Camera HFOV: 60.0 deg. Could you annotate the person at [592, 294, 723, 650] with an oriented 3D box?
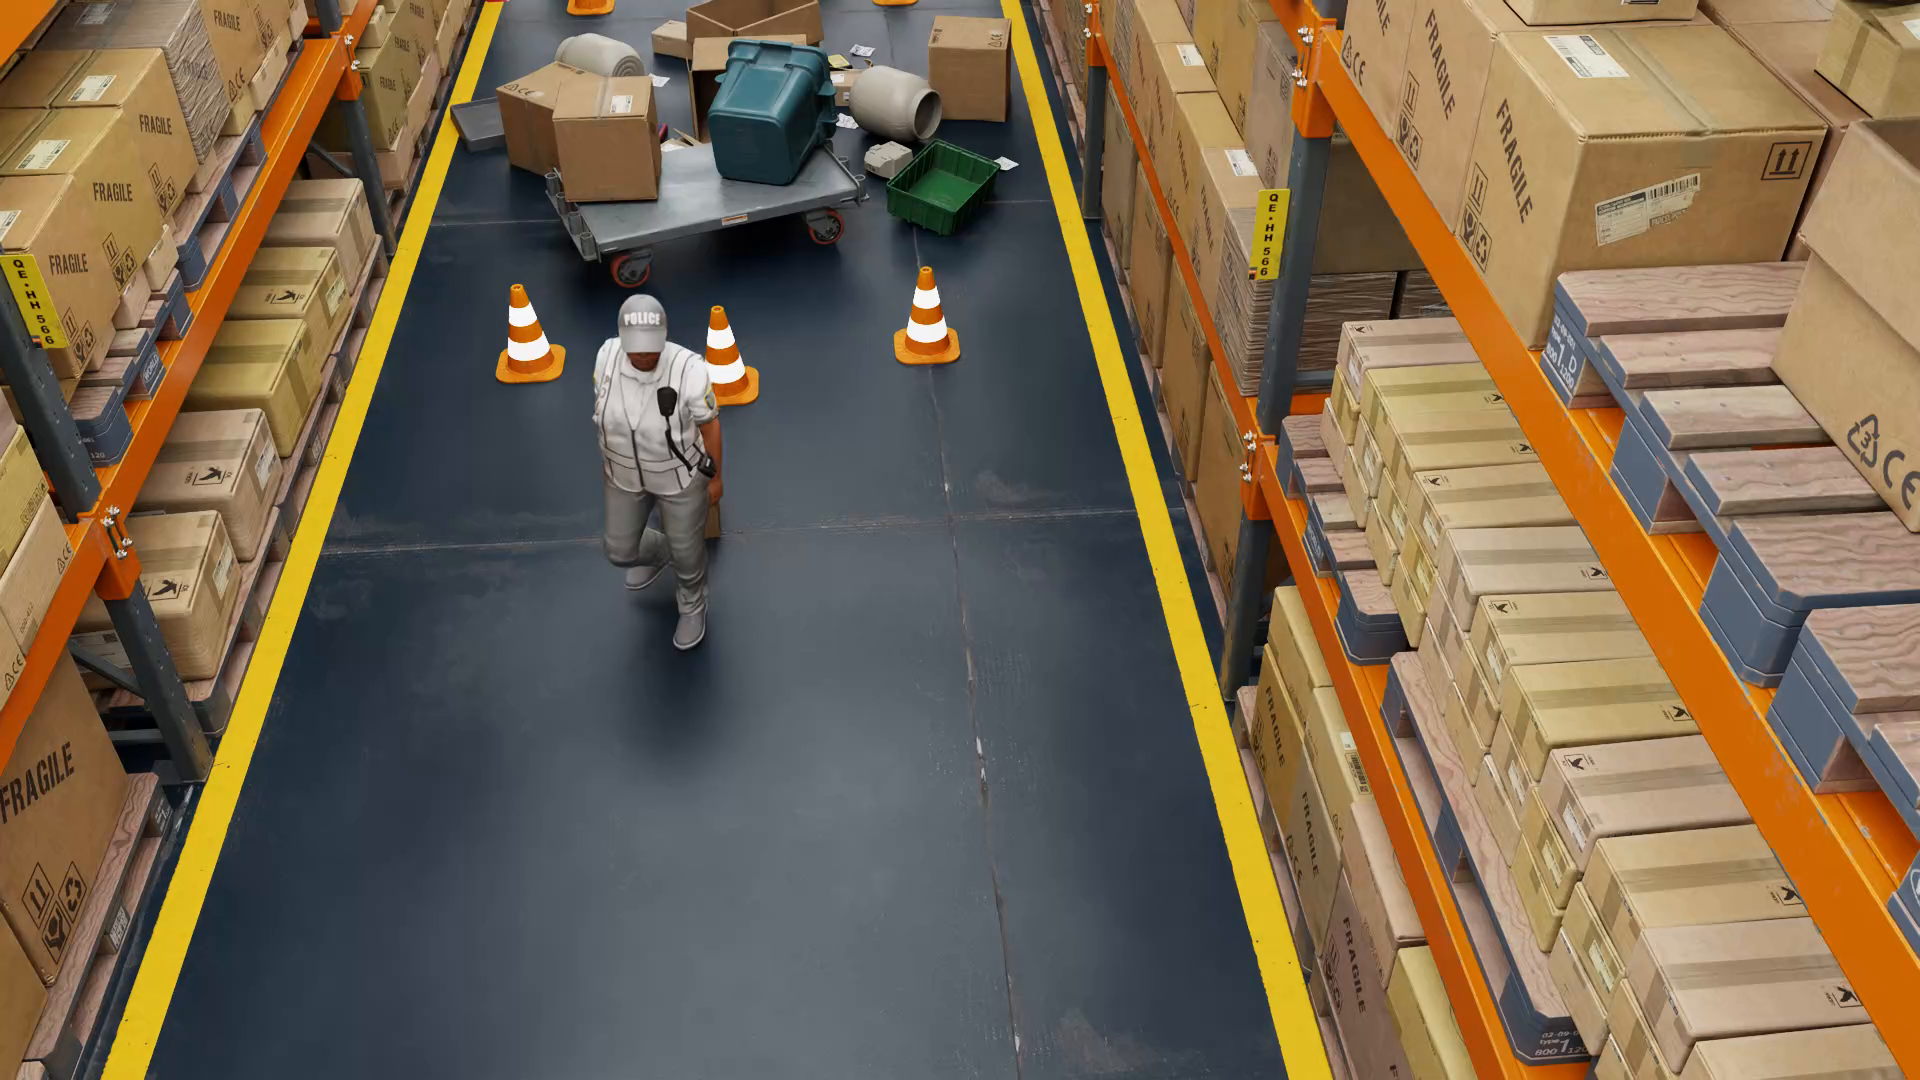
[{"bbox_3d":[-1.178,-0.293,6.507,0.557,1.656,0.572,7,40,8],"label":"person"}]
